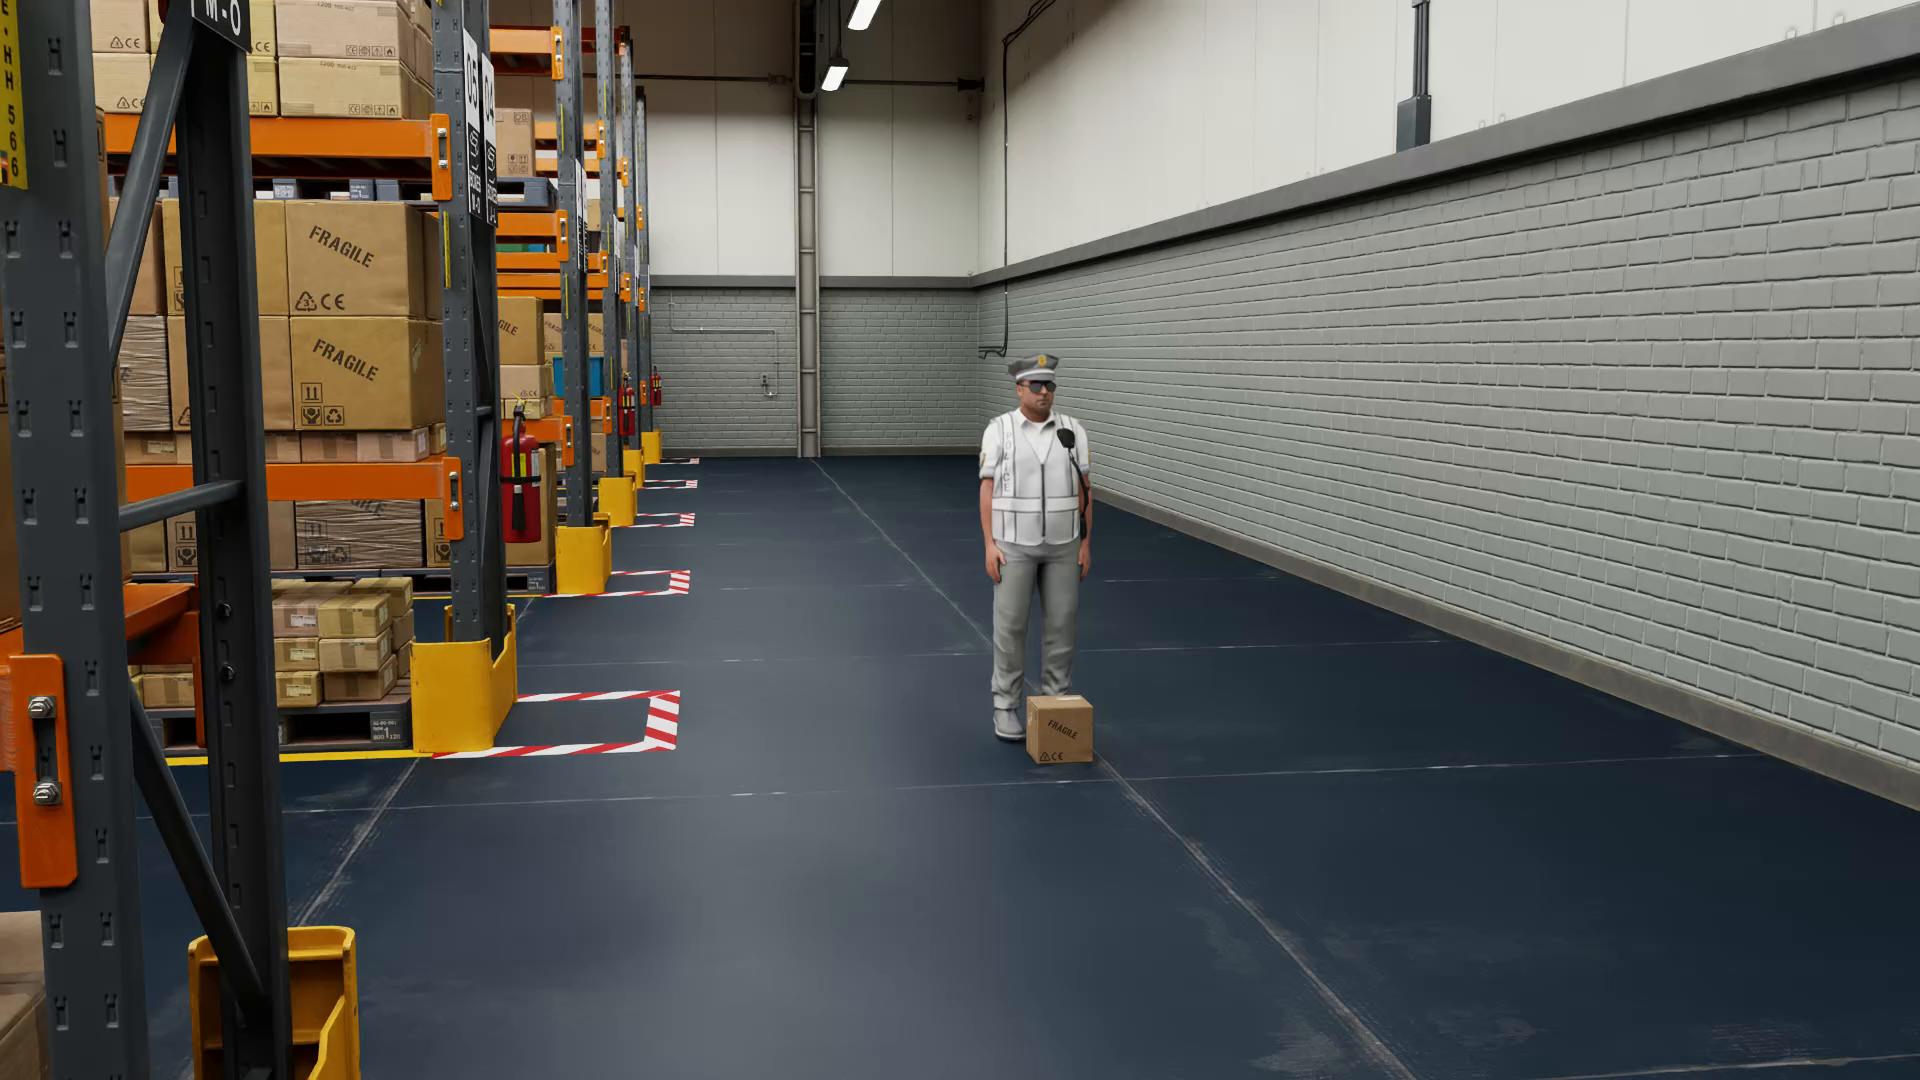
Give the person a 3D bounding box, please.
[{"bbox_3d":[0.366,0.021,7.806,0.536,1.785,0.403,-1,7,-8],"label":"person"}]
